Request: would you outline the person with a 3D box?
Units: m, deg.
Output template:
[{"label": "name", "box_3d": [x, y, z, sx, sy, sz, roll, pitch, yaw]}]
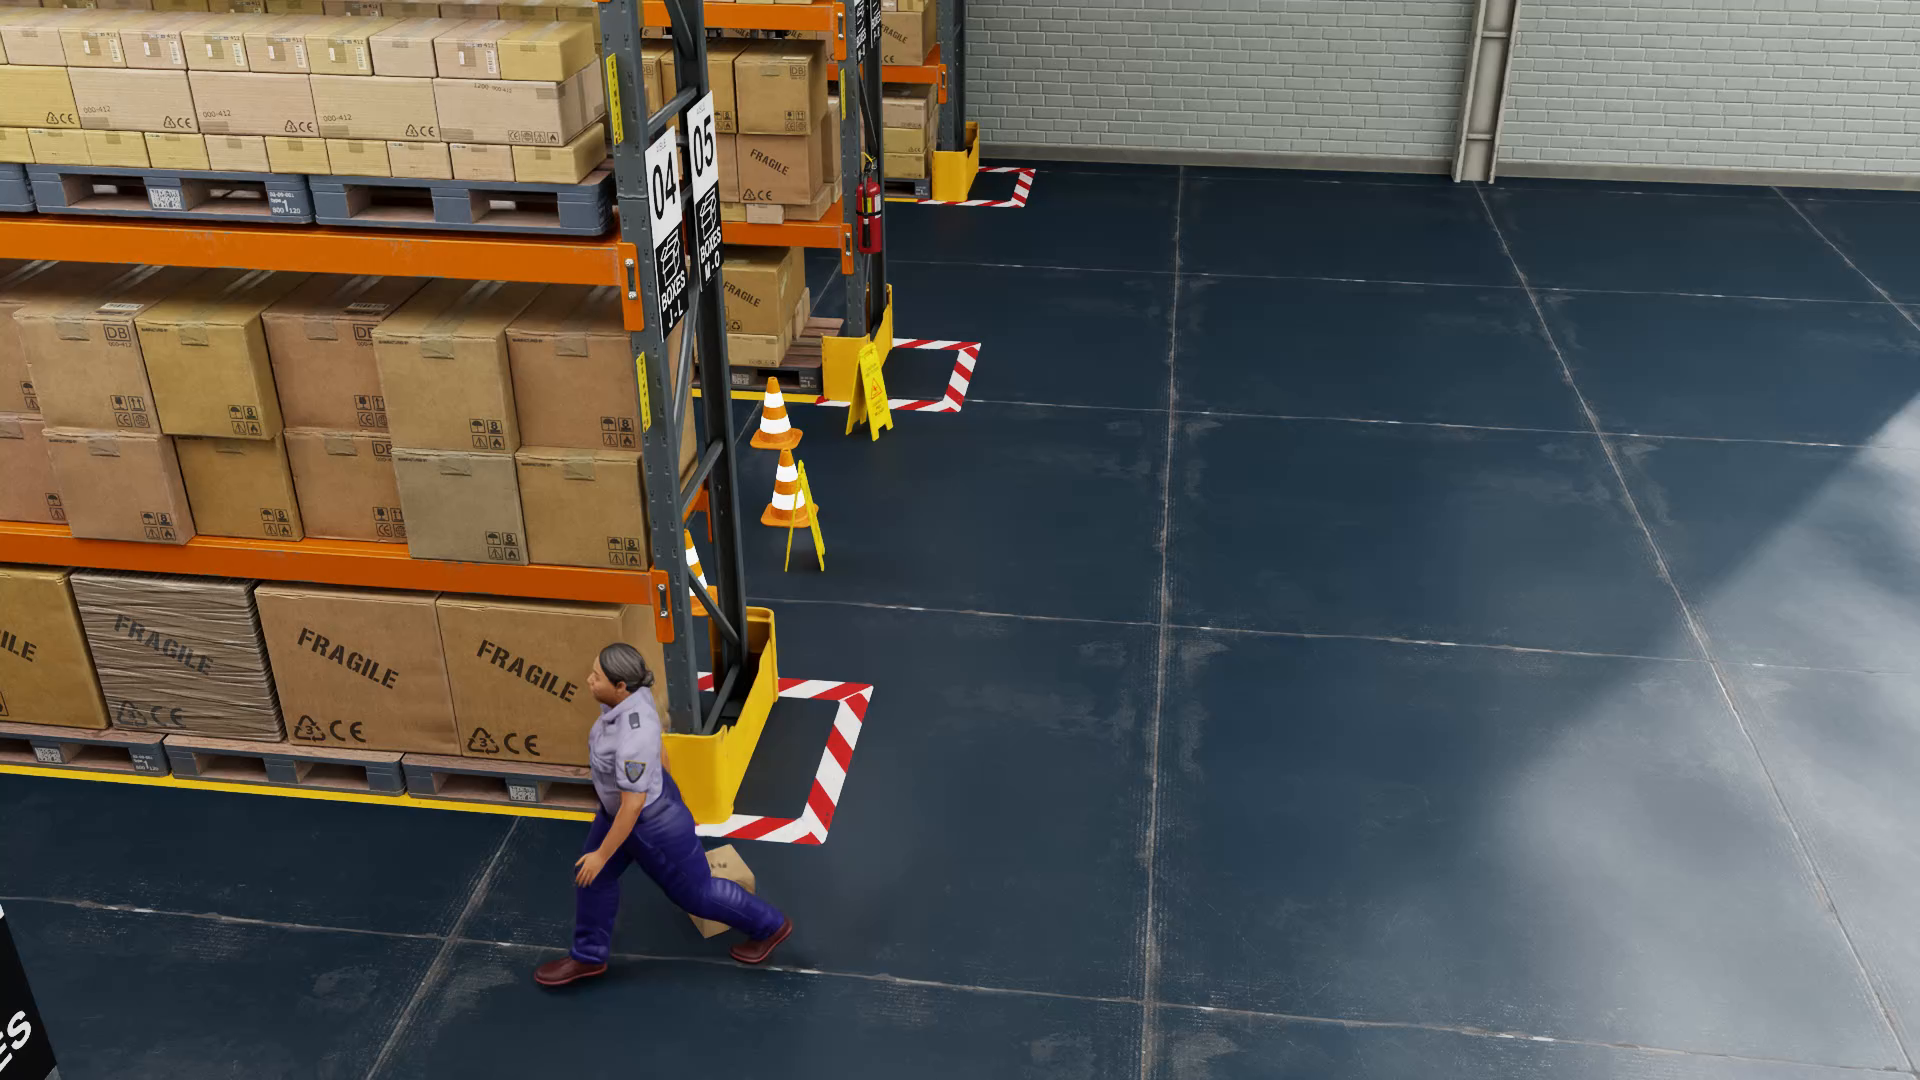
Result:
[{"label": "person", "box_3d": [-1.236, 1.101, 6.627, 1.068, 1.587, 0.526, -10, 30, -18]}]
